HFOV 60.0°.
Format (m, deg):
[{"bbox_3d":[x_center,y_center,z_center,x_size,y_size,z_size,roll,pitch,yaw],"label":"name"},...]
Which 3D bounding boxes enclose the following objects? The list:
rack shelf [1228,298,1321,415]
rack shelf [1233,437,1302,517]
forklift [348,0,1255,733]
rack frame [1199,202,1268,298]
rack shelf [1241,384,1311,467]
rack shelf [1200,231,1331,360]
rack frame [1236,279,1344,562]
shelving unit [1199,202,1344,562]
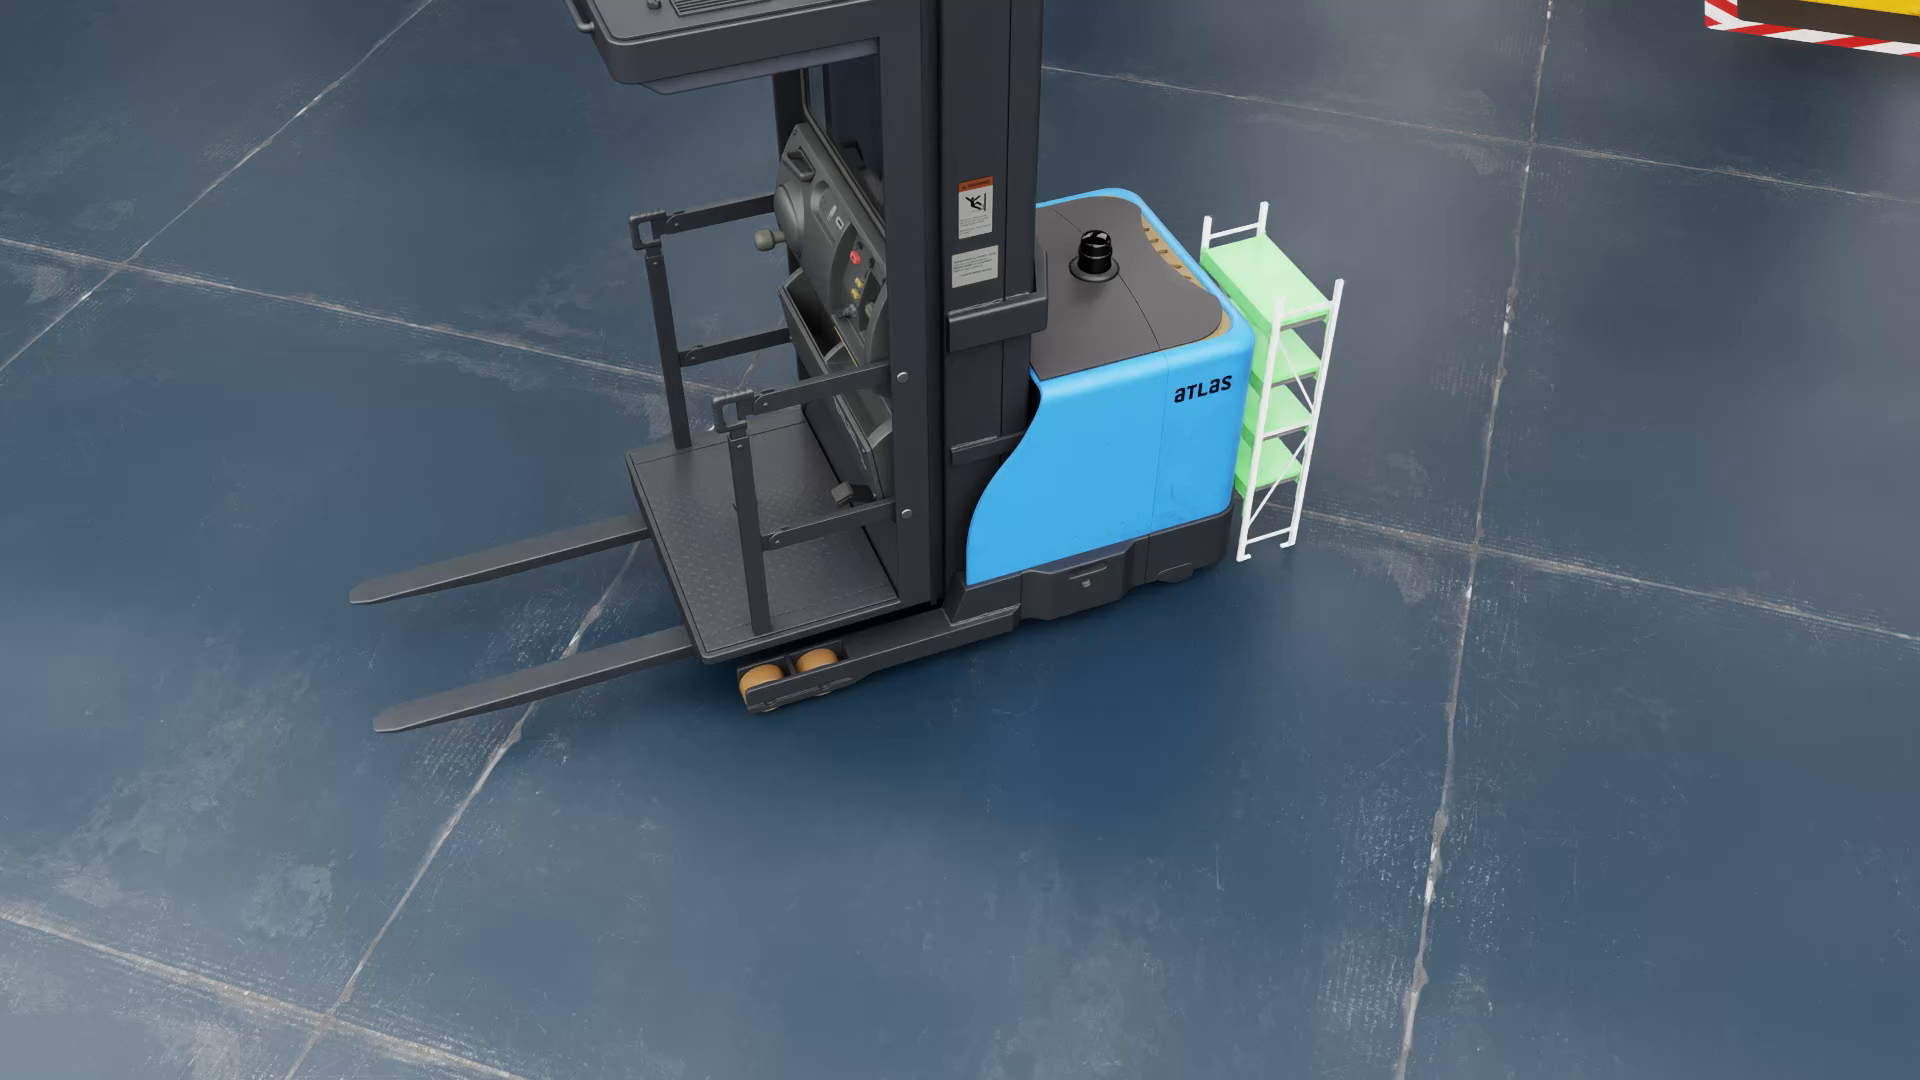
[{"bbox_3d":[1.041,-0.667,5.820,0.258,0.148,0.480,-16,47,-15],"label":"rack shelf"},{"bbox_3d":[1.045,-0.325,6.157,0.258,0.148,0.480,-16,47,-15],"label":"rack shelf"},{"bbox_3d":[-0.585,-0.884,5.058,3.031,2.935,1.130,-16,46,-15],"label":"forklift"},{"bbox_3d":[0.950,-0.700,6.105,0.240,1.200,0.015,-16,47,-15],"label":"rack frame"},{"bbox_3d":[1.043,-0.496,5.989,0.258,0.148,0.480,-16,47,-15],"label":"rack shelf"},{"bbox_3d":[1.040,-0.838,5.652,0.258,0.148,0.480,-16,47,-15],"label":"rack shelf"},{"bbox_3d":[1.135,-0.384,5.783,0.240,1.200,0.015,-16,47,-15],"label":"rack frame"},{"bbox_3d":[1.043,-0.542,5.944,0.258,1.200,0.503,-16,47,-15],"label":"shelving unit"}]
